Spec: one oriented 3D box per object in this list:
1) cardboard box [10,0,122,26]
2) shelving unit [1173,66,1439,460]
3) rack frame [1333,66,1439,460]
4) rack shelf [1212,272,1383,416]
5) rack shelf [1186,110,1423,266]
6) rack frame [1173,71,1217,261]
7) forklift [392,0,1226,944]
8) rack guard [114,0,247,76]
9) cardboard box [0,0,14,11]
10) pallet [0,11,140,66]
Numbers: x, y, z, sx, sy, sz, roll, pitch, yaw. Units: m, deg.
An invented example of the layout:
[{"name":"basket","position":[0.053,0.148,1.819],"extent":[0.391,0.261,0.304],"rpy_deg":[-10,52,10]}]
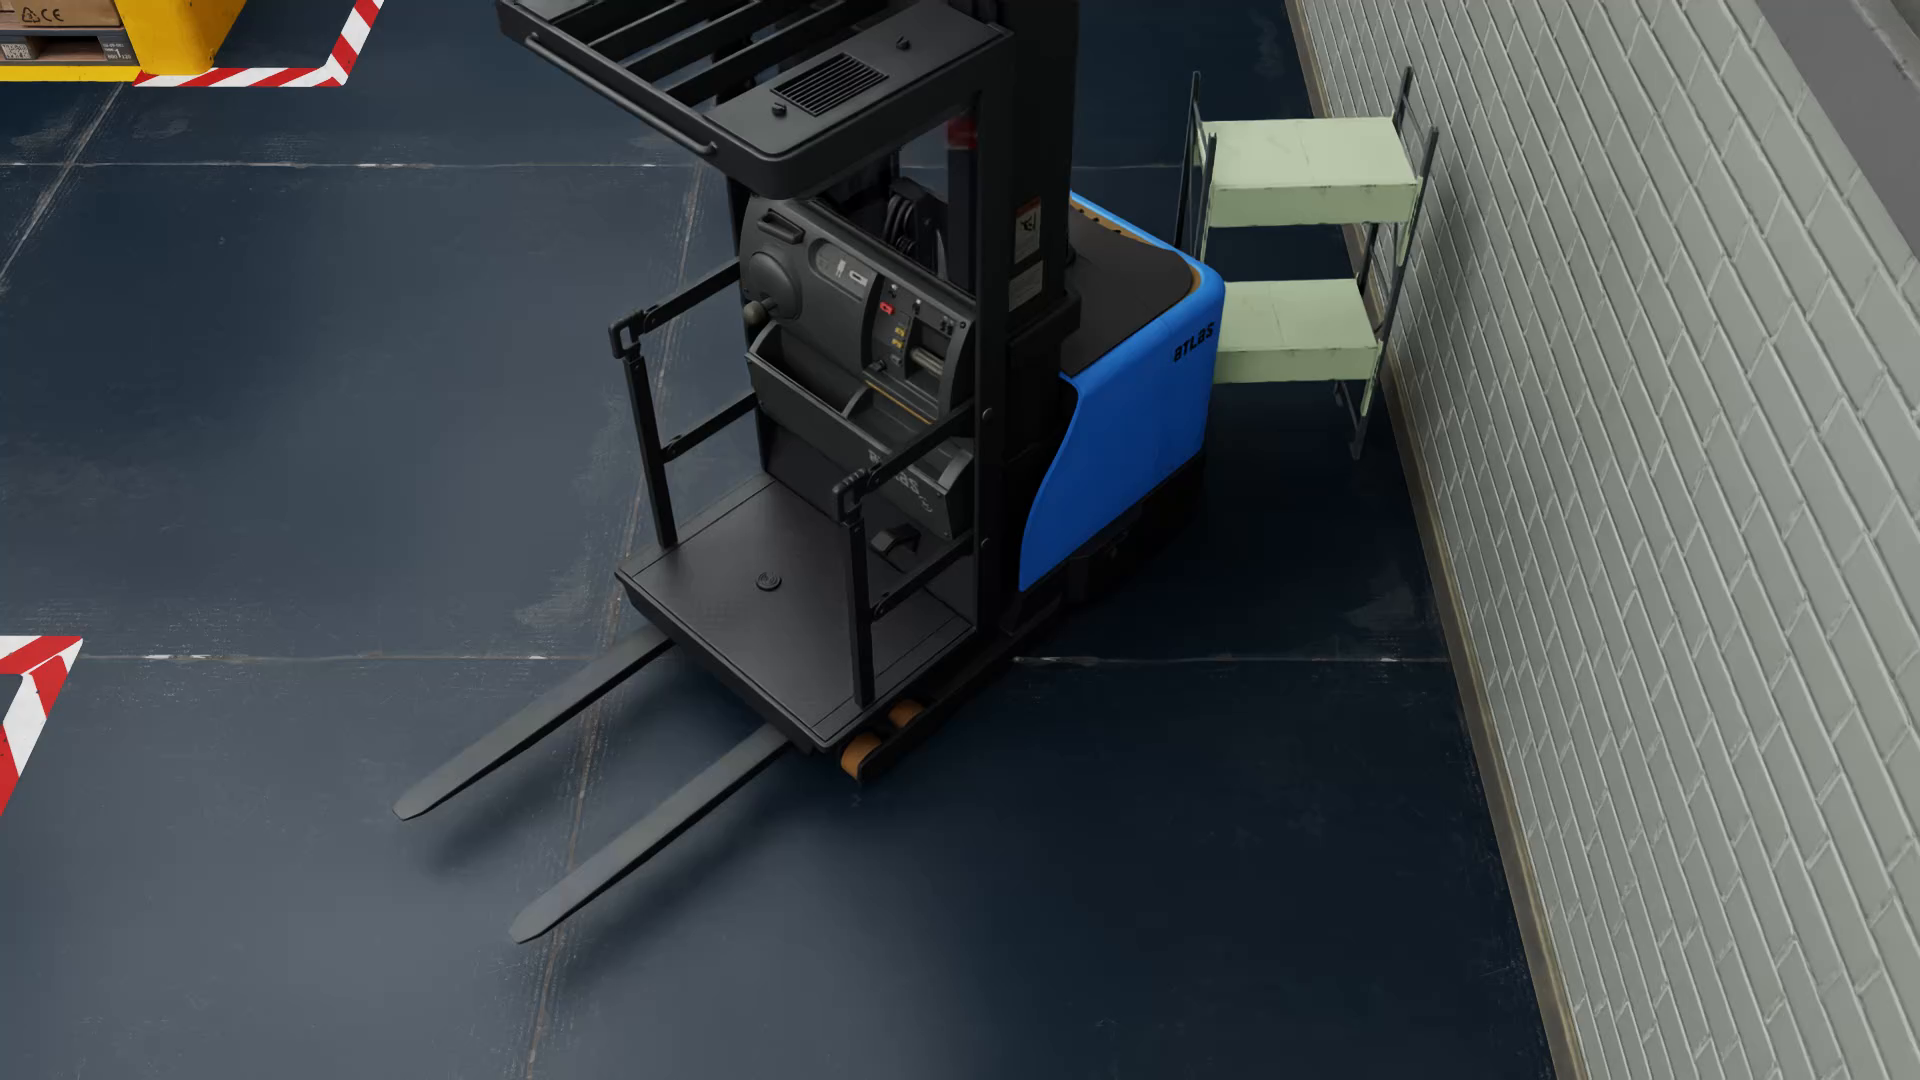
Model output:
[{"name":"cardboard box","position":[-4.466,-2.930,8.335],"extent":[0.500,0.500,0.500],"rpy_deg":[0,47,0]},{"name":"shelving unit","position":[1.185,-0.960,6.119],"extent":[0.755,1.500,0.431],"rpy_deg":[-2,47,-2]},{"name":"rack frame","position":[1.551,-0.972,6.130],"extent":[0.023,1.500,0.400],"rpy_deg":[-2,47,-2]},{"name":"rack shelf","position":[1.185,-0.738,6.357],"extent":[0.720,0.370,0.431],"rpy_deg":[-2,47,-2]},{"name":"rack shelf","position":[1.185,-1.226,5.833],"extent":[0.720,0.370,0.431],"rpy_deg":[-2,47,-2]},{"name":"rack frame","position":[0.819,-0.947,6.107],"extent":[0.023,1.500,0.400],"rpy_deg":[-2,47,-2]},{"name":"forklift","position":[-0.471,-0.632,4.835],"extent":[1.130,2.935,3.031],"rpy_deg":[35,56,28]},{"name":"rack guard","position":[-3.997,-2.959,8.663],"extent":[0.348,0.500,1.175],"rpy_deg":[0,47,0]},{"name":"cardboard box","position":[-4.870,-2.883,8.519],"extent":[0.250,0.166,0.380],"rpy_deg":[0,47,0]},{"name":"pallet","position":[-4.794,-2.862,8.770],"extent":[1.213,0.211,1.003],"rpy_deg":[0,47,0]}]
